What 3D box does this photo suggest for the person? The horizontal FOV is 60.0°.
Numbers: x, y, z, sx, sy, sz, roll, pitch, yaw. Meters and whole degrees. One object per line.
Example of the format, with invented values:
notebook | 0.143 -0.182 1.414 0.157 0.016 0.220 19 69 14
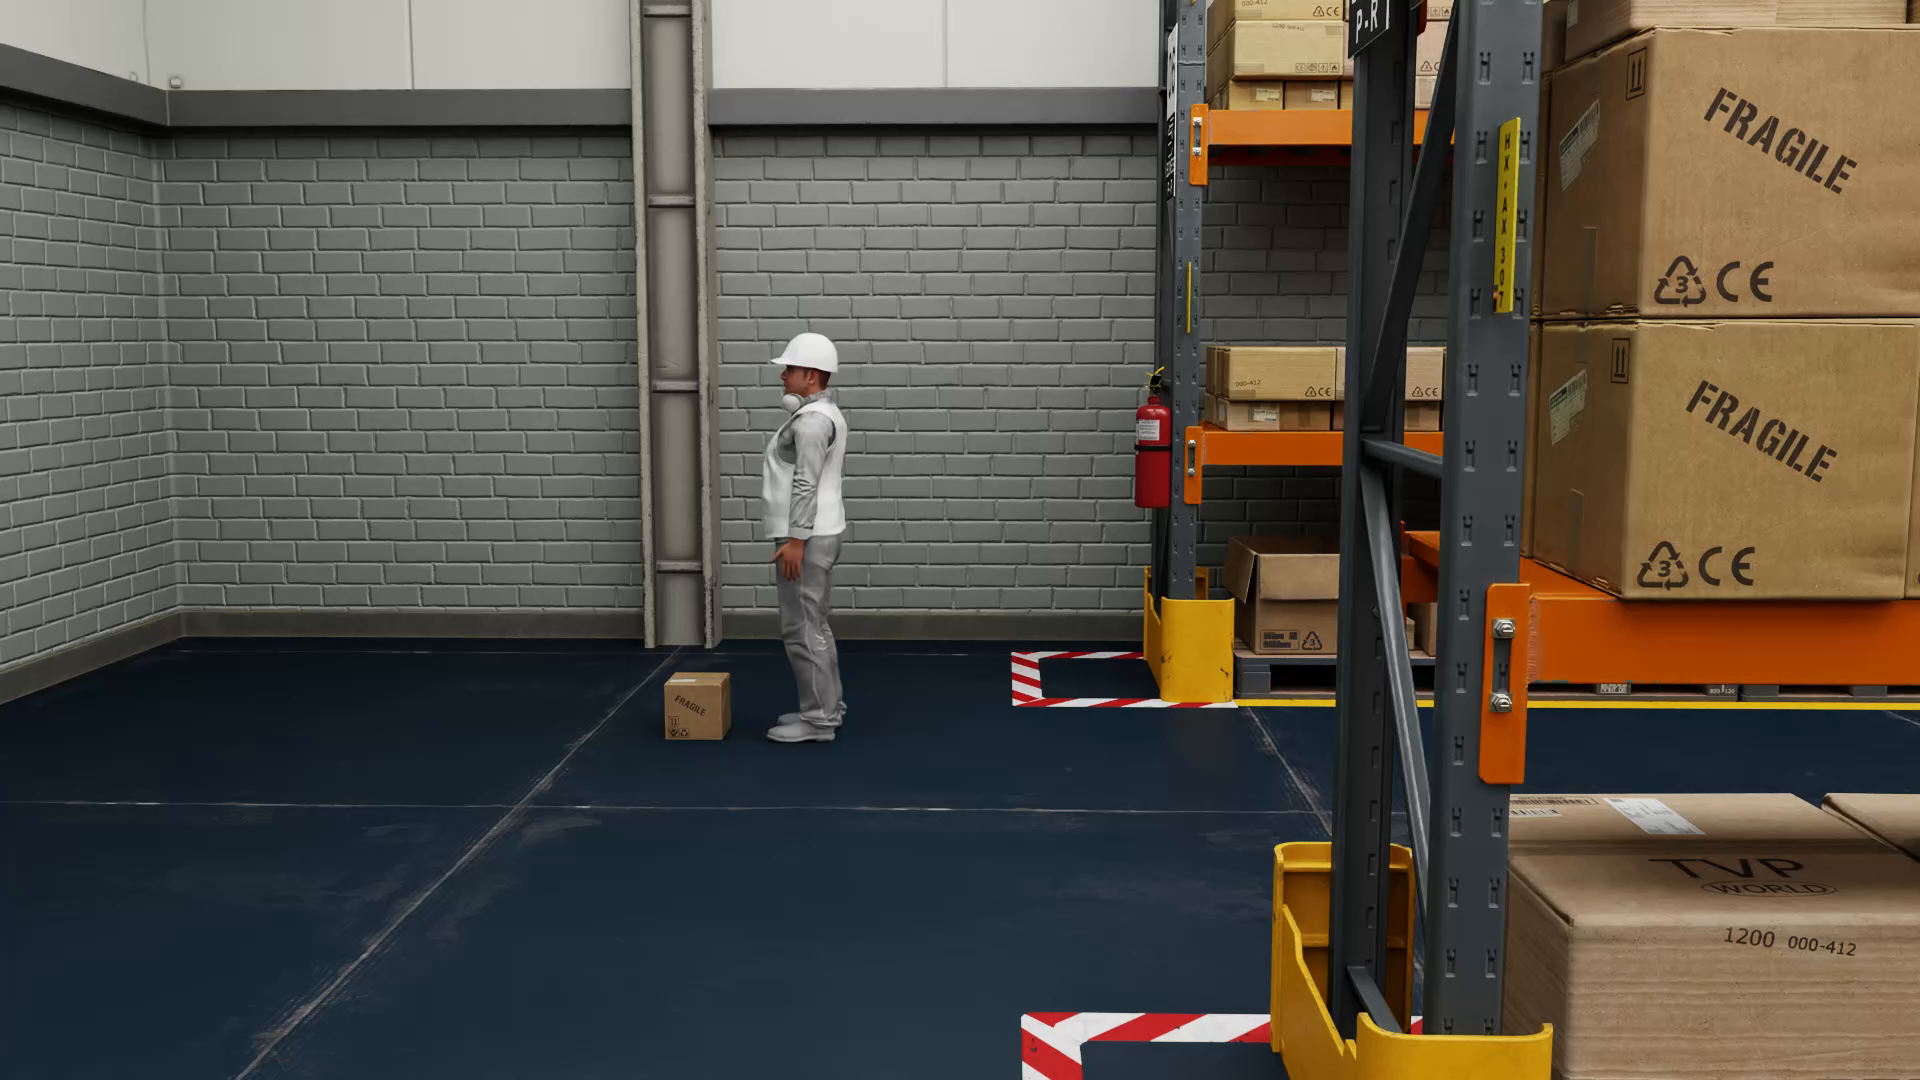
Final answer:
person | -0.680 -0.010 7.270 0.358 1.775 0.532 0 7 3
